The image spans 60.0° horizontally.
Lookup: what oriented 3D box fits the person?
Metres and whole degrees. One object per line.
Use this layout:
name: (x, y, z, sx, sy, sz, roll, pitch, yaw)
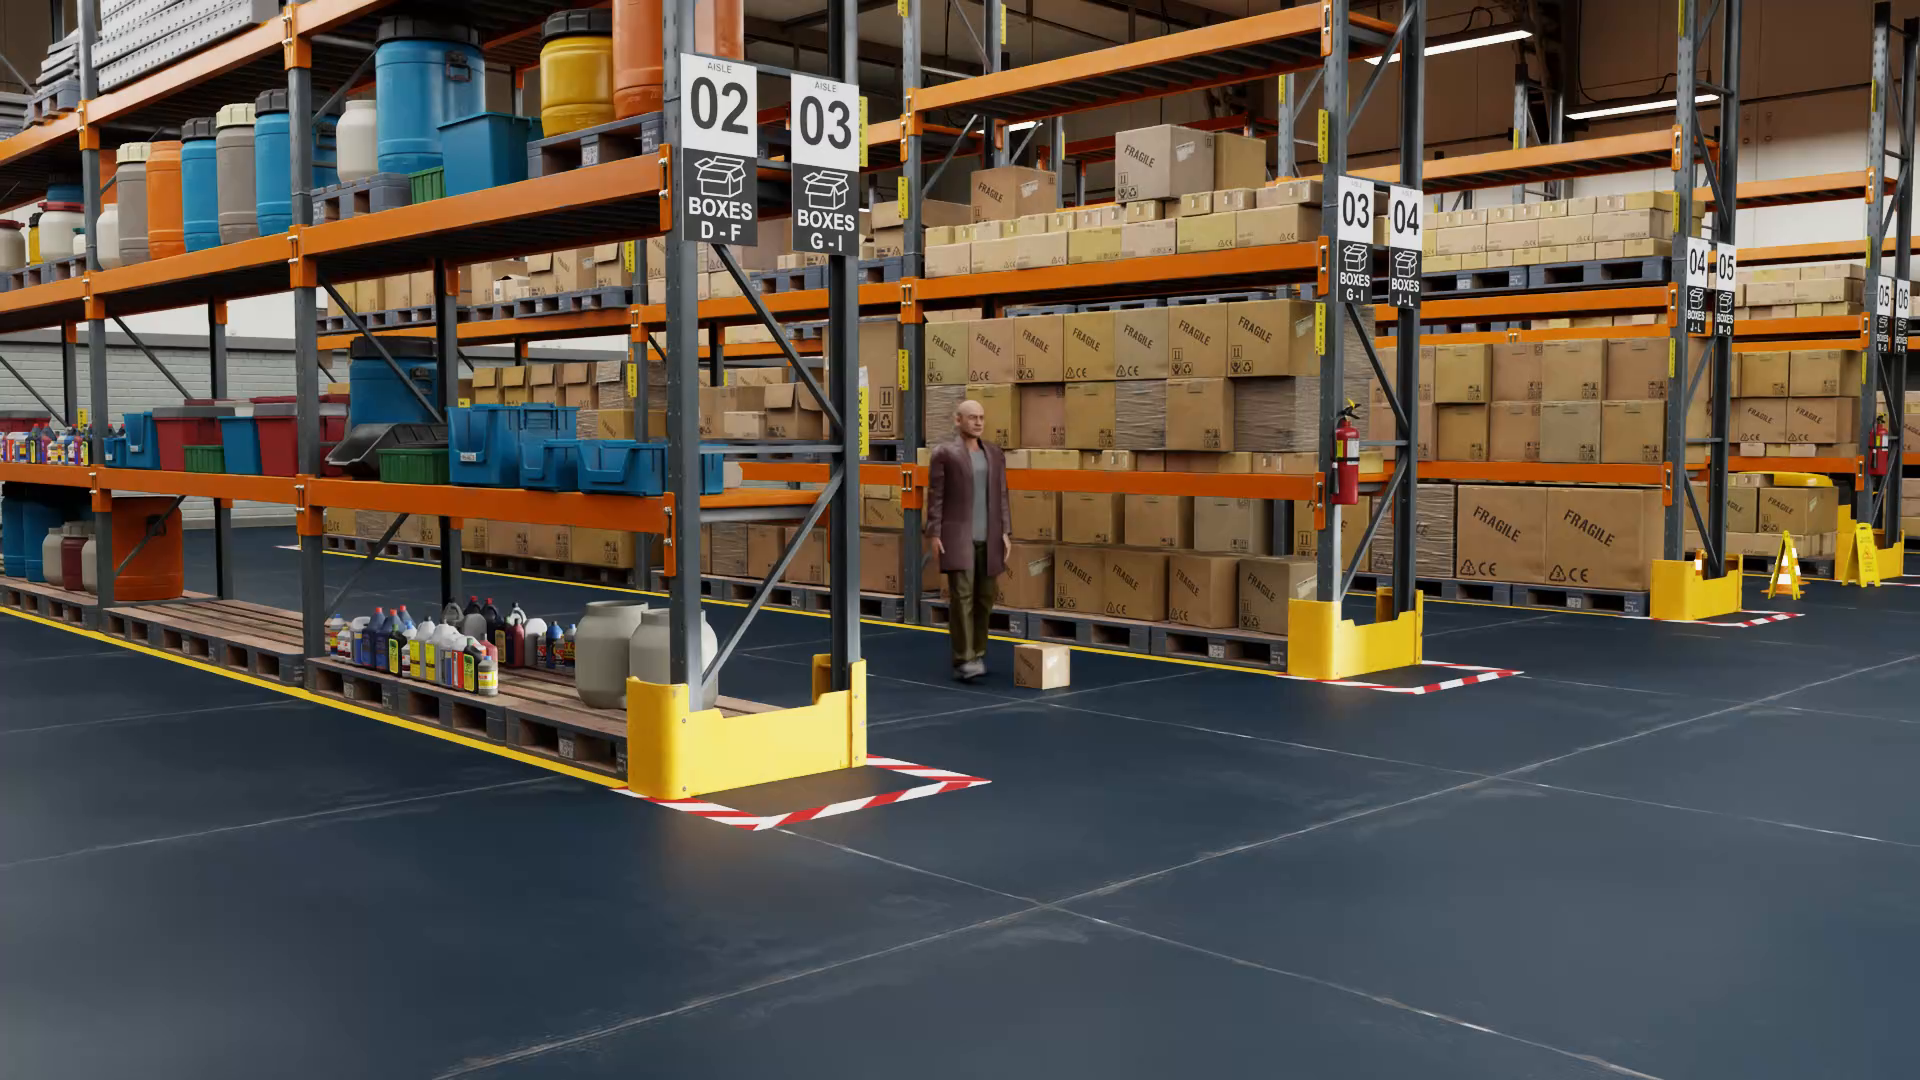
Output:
person: (0.085, -0.006, 10.688, 0.595, 1.785, 0.715, -2, 4, -26)
